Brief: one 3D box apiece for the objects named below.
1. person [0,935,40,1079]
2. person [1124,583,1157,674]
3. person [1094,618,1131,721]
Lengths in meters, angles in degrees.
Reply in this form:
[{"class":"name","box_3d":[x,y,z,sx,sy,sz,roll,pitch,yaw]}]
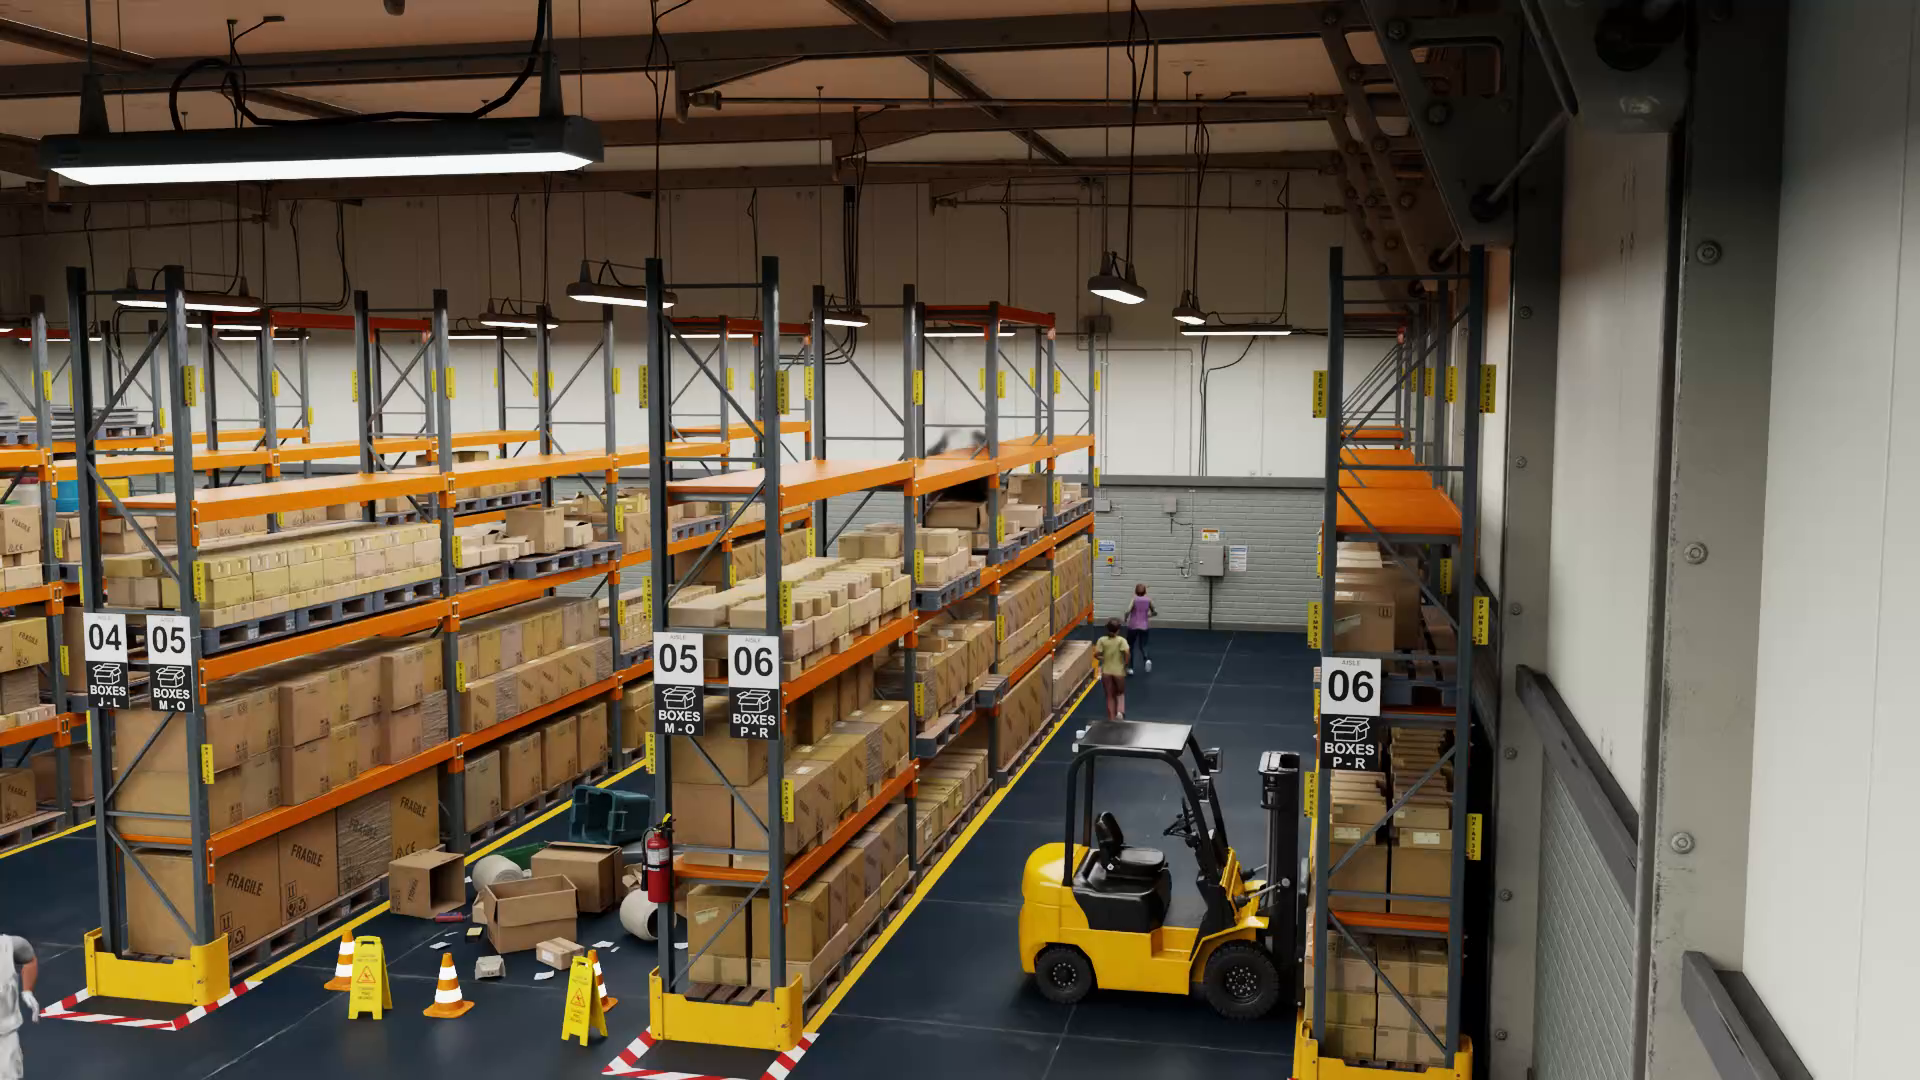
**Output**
[{"class":"person","box_3d":[-6.286,3.185,10.724,0.655,1.779,0.996,-4,7,-33]},{"class":"person","box_3d":[3.060,1.537,28.219,0.596,1.614,0.760,-1,6,-12]},{"class":"person","box_3d":[2.206,1.934,23.911,0.564,1.636,0.537,1,6,14]}]
